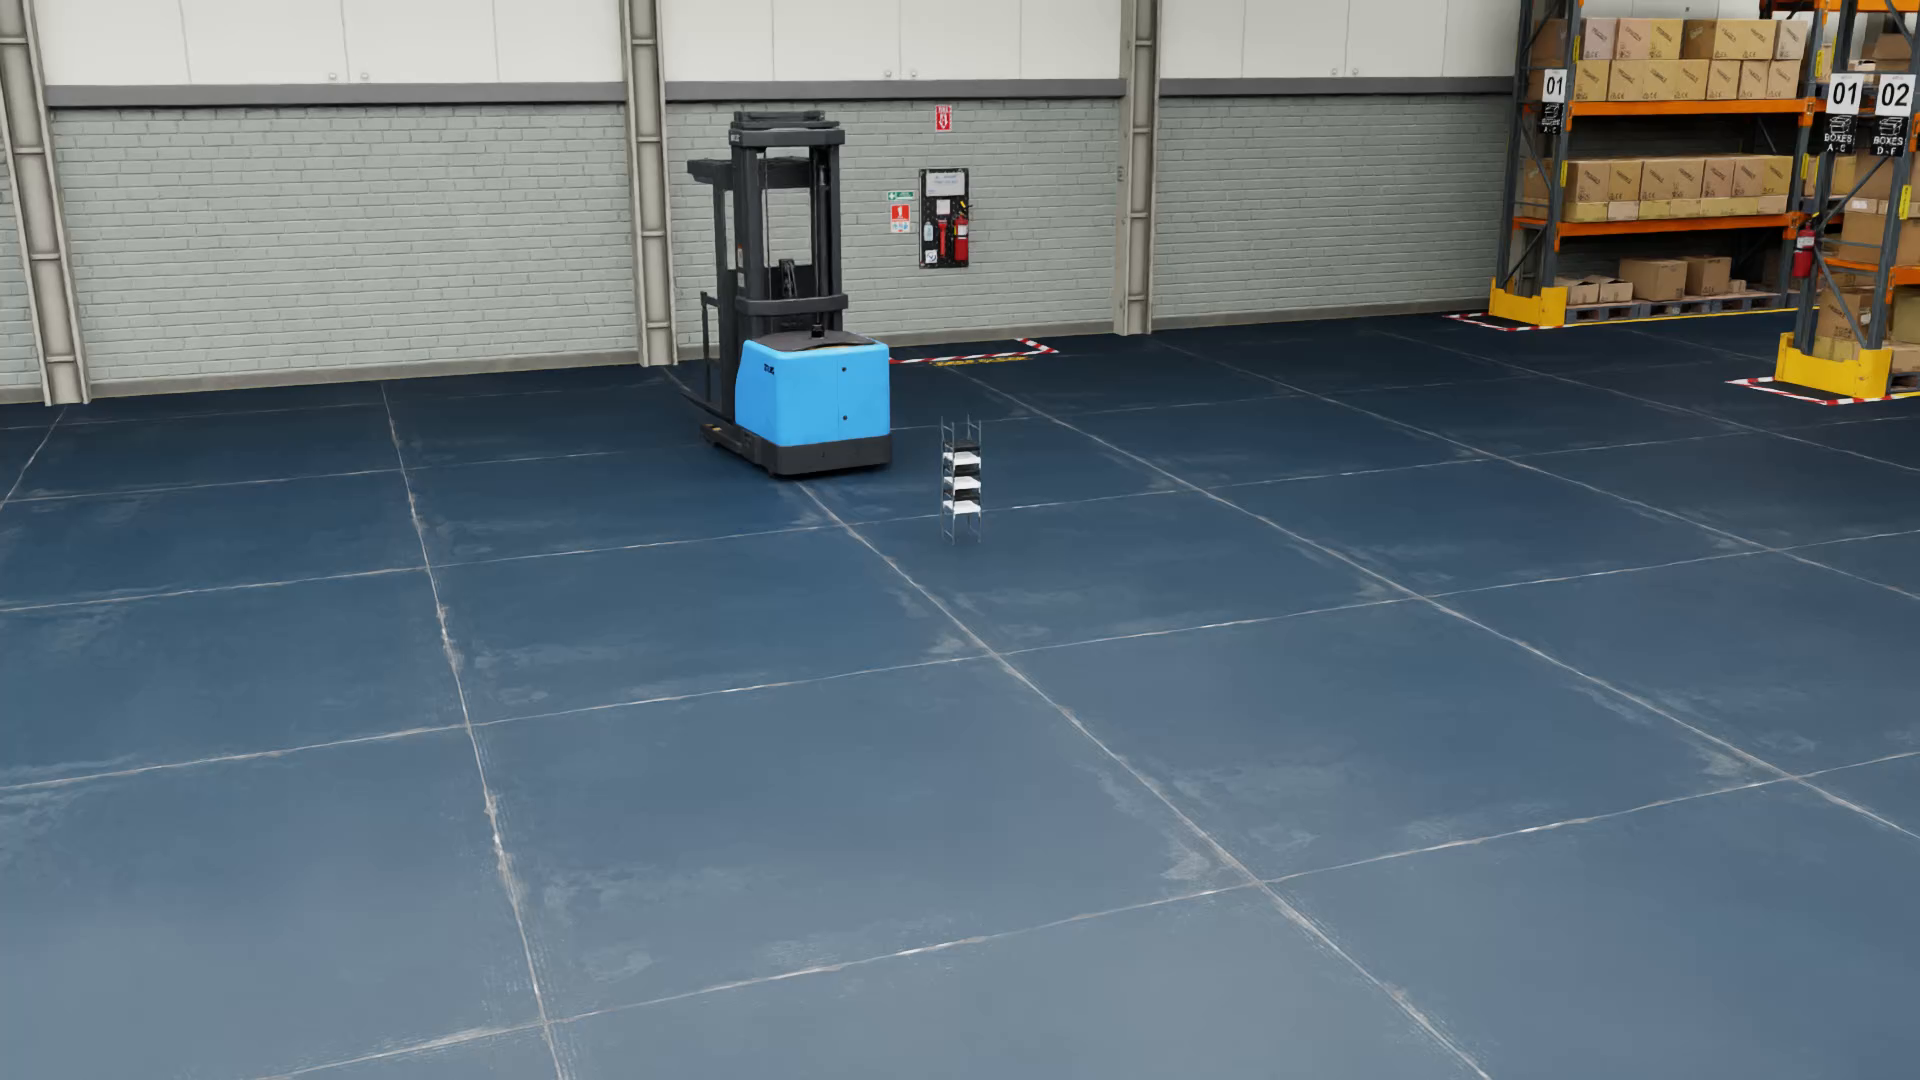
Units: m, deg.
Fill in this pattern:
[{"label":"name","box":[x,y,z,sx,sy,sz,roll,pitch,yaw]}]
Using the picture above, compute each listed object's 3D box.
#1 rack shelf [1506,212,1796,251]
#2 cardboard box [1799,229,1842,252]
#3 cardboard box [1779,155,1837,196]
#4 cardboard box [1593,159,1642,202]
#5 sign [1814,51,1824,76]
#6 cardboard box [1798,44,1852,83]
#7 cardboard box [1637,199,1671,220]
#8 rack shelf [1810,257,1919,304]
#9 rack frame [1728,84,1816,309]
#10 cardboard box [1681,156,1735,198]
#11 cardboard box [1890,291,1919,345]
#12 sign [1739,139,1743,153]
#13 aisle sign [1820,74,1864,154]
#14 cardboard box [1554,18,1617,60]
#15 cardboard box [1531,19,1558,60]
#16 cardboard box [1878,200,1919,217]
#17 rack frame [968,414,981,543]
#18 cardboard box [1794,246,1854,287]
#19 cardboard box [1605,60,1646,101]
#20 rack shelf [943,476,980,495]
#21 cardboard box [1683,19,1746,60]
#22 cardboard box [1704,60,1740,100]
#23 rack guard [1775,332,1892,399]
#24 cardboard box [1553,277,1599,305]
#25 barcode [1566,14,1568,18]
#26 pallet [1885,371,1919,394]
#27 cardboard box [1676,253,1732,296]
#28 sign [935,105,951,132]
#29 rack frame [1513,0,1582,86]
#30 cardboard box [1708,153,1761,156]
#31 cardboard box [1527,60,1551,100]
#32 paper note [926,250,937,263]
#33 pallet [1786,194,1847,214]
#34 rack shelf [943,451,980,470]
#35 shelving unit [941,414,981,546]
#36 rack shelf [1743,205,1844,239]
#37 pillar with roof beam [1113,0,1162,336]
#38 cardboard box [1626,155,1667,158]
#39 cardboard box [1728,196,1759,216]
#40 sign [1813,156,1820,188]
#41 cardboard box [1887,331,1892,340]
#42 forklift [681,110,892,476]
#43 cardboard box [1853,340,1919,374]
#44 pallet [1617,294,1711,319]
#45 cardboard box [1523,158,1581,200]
[{"label":"rack shelf","box":[9.296,-4.212,22.394,4.000,0.370,1.077,-6,17,-20]},{"label":"cardboard box","box":[12.255,-4.254,23.586,0.500,0.250,0.500,-7,18,-21]},{"label":"cardboard box","box":[11.651,-5.060,23.048,0.500,0.500,0.700,-6,17,-20]},{"label":"cardboard box","box":[8.447,-4.669,21.574,0.500,0.500,0.500,-6,17,-20]},{"label":"sign","box":[11.365,-6.304,22.001,0.005,0.325,0.100,-6,17,-20]},{"label":"cardboard box","box":[11.703,-6.482,22.600,0.500,0.500,0.500,-4,17,-12]},{"label":"cardboard box","box":[8.955,-4.365,21.868,0.500,0.250,0.500,-6,18,-21]},{"label":"rack shelf","box":[11.072,-2.909,17.957,4.000,0.370,1.077,-6,17,-20]},{"label":"rack frame","box":[11.163,-4.759,22.980,0.127,3.000,1.000,-6,17,-20]},{"label":"cardboard box","box":[9.894,-4.827,22.113,0.500,0.500,0.500,-7,18,-22]},{"label":"cardboard box","box":[10.251,-2.341,17.550,0.500,0.500,0.500,-6,17,-20]},{"label":"sign","box":[10.961,-5.460,23.313,0.005,0.325,0.100,-6,17,-20]},{"label":"aisle sign","box":[9.038,-4.370,17.044,0.004,0.787,0.394,-6,17,-20]},{"label":"cardboard box","box":[7.875,-6.307,20.941,0.500,0.500,0.500,-8,18,-24]},{"label":"cardboard box","box":[7.737,-6.444,21.408,0.500,0.500,0.500,-5,17,-18]},{"label":"cardboard box","box":[9.648,-3.395,17.006,0.250,0.149,0.380,-6,18,-20]},{"label":"rack frame","box":[0.103,-0.443,12.009,0.006,0.900,0.240,-6,17,-20]},{"label":"cardboard box","box":[12.309,-3.914,23.760,0.500,0.500,0.700,-7,18,-21]},{"label":"cardboard box","box":[8.344,-5.865,21.210,0.500,0.500,0.500,-5,17,-16]},{"label":"rack shelf","box":[0.008,-0.401,11.984,0.200,0.077,0.258,-6,17,-20]},{"label":"cardboard box","box":[9.801,-6.500,21.598,0.500,0.500,0.500,-7,18,-22]},{"label":"cardboard box","box":[9.800,-6.026,21.759,0.500,0.500,0.500,-7,18,-22]},{"label":"rack guard","box":[9.182,-1.851,17.513,0.348,0.500,1.175,-6,17,-20]},{"label":"cardboard box","box":[8.106,-3.323,22.080,0.500,0.311,0.500,-8,18,-26]},{"label":"barcode","box":[7.912,-6.813,21.636,0.075,0.075,0.001,-6,17,-20]},{"label":"pallet","box":[9.903,-1.803,17.862,1.213,0.211,1.003,-6,17,-20]},{"label":"cardboard box","box":[10.209,-3.655,22.878,0.500,0.500,0.500,-8,18,-24]},{"label":"sign","box":[-0.195,-4.947,19.507,0.199,0.298,0.001,-6,17,-20]},{"label":"rack frame","box":[7.428,-7.234,20.761,0.127,3.000,1.000,-6,17,-20]},{"label":"cardboard box","box":[10.650,-5.064,22.918,0.500,0.500,0.500,-7,18,-21]},{"label":"cardboard box","box":[7.727,-5.961,21.537,0.500,0.500,0.500,-5,17,-16]},{"label":"paper note","box":[-0.342,-3.387,19.873,0.142,0.148,0.016,-6,17,-20]},{"label":"pallet","box":[11.929,-4.705,23.139,1.213,0.211,1.003,-6,17,-20]},{"label":"rack shelf","box":[0.008,-0.573,11.933,0.200,0.077,0.258,-6,17,-20]},{"label":"shelving unit","box":[0.008,-0.433,11.974,0.210,0.900,0.258,-6,17,-20]},{"label":"rack shelf","box":[13.031,-4.615,23.768,4.000,0.370,1.077,-6,17,-20]},{"label":"pillar with roof beam","box":[3.710,-5.794,15.859,0.400,9.000,9.100,-6,17,-20]},{"label":"cardboard box","box":[9.217,-4.909,22.389,0.500,0.500,0.500,-6,17,-19]},{"label":"cardboard box","box":[10.361,-4.521,22.400,0.500,0.250,0.500,-6,17,-20]},{"label":"sign","box":[9.023,-3.866,17.464,0.005,0.325,0.100,-6,17,-20]},{"label":"cardboard box","box":[10.062,-2.120,18.129,0.500,0.250,0.500,-6,17,-20]},{"label":"forklift","box":[-1.716,-2.308,14.755,1.130,2.935,3.031,-9,18,-27]},{"label":"cardboard box","box":[9.785,-1.930,17.482,0.500,0.250,0.500,-6,17,-20]},{"label":"pallet","box":[9.408,-3.220,22.688,1.213,0.211,1.003,-6,17,-20]},{"label":"cardboard box","box":[7.792,-4.756,21.871,0.500,0.500,0.500,-6,18,-21]}]
